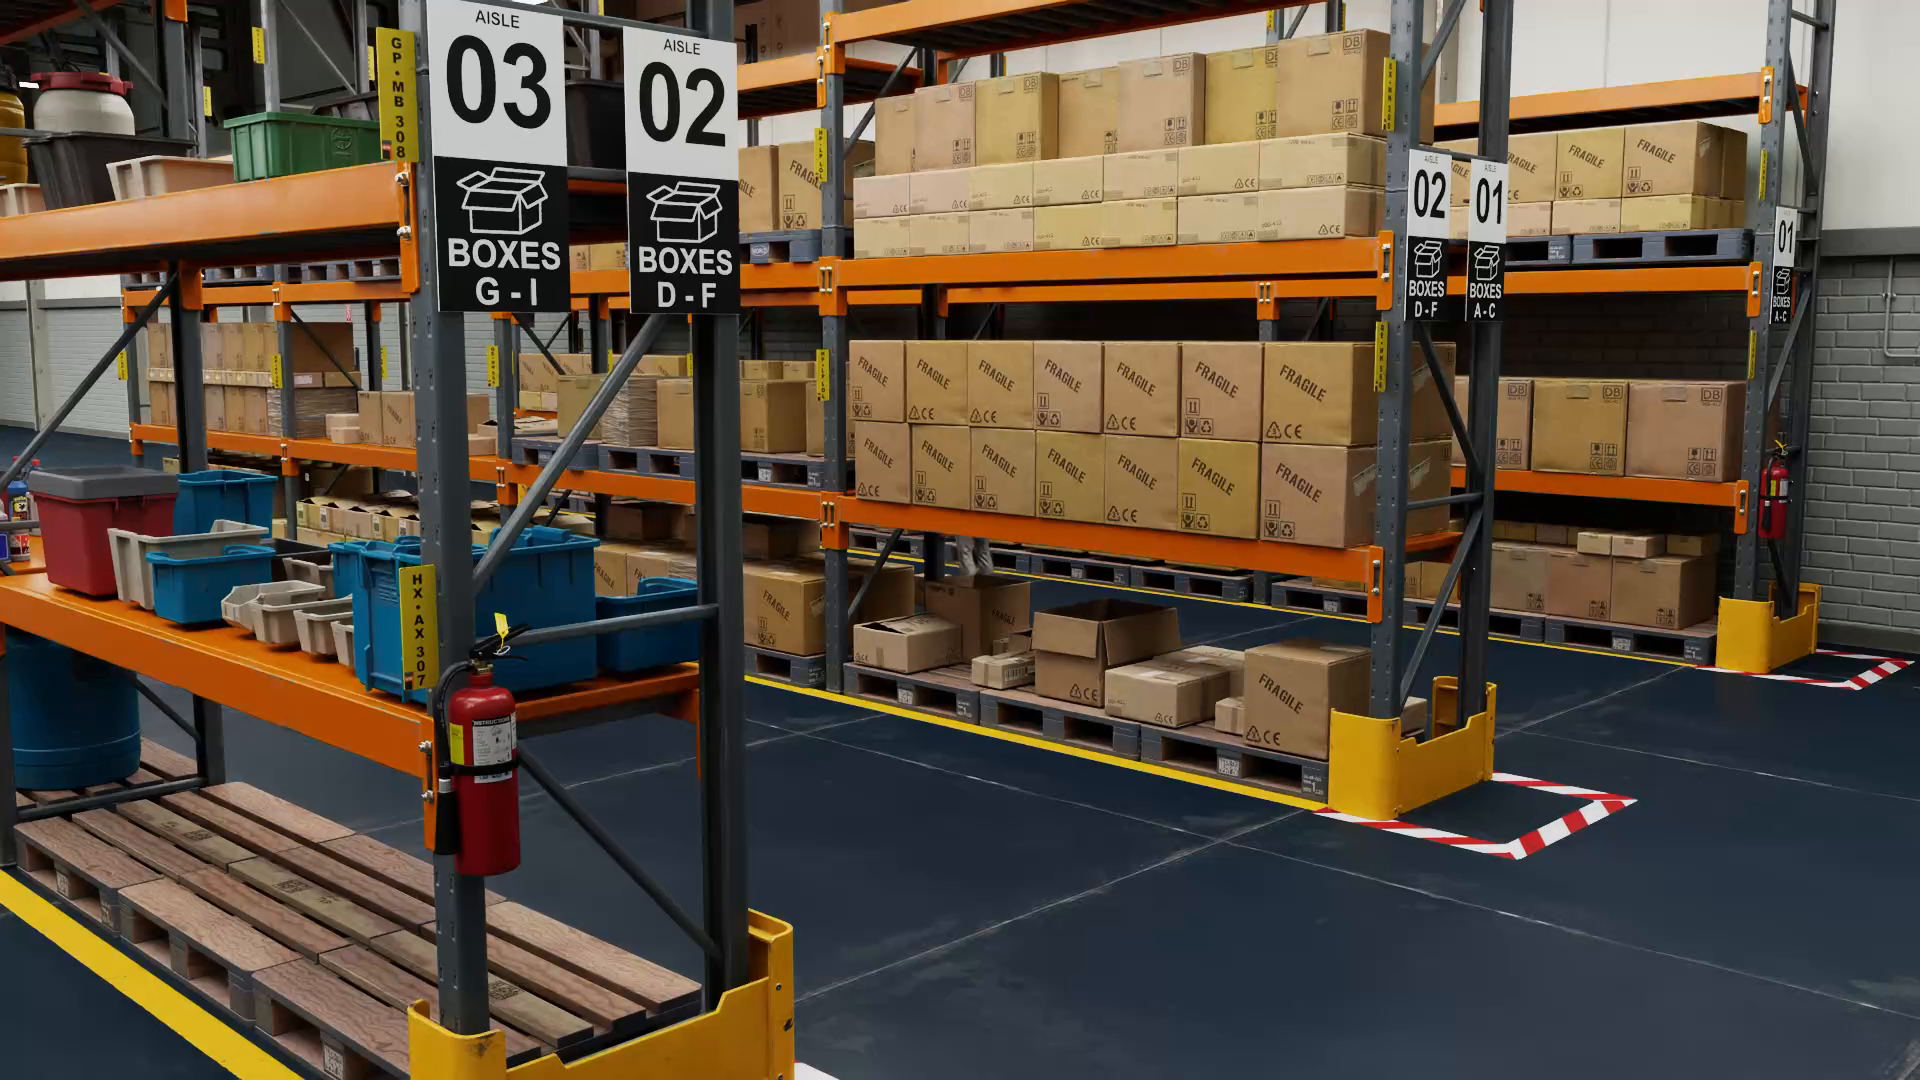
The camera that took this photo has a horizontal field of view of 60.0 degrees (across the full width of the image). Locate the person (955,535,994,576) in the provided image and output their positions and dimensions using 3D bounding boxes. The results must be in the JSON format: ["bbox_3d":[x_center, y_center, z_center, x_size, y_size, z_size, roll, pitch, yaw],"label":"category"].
[{"bbox_3d":[0.096,-0.227,14.089,0.335,1.719,0.479,7,10,45],"label":"person"}]
